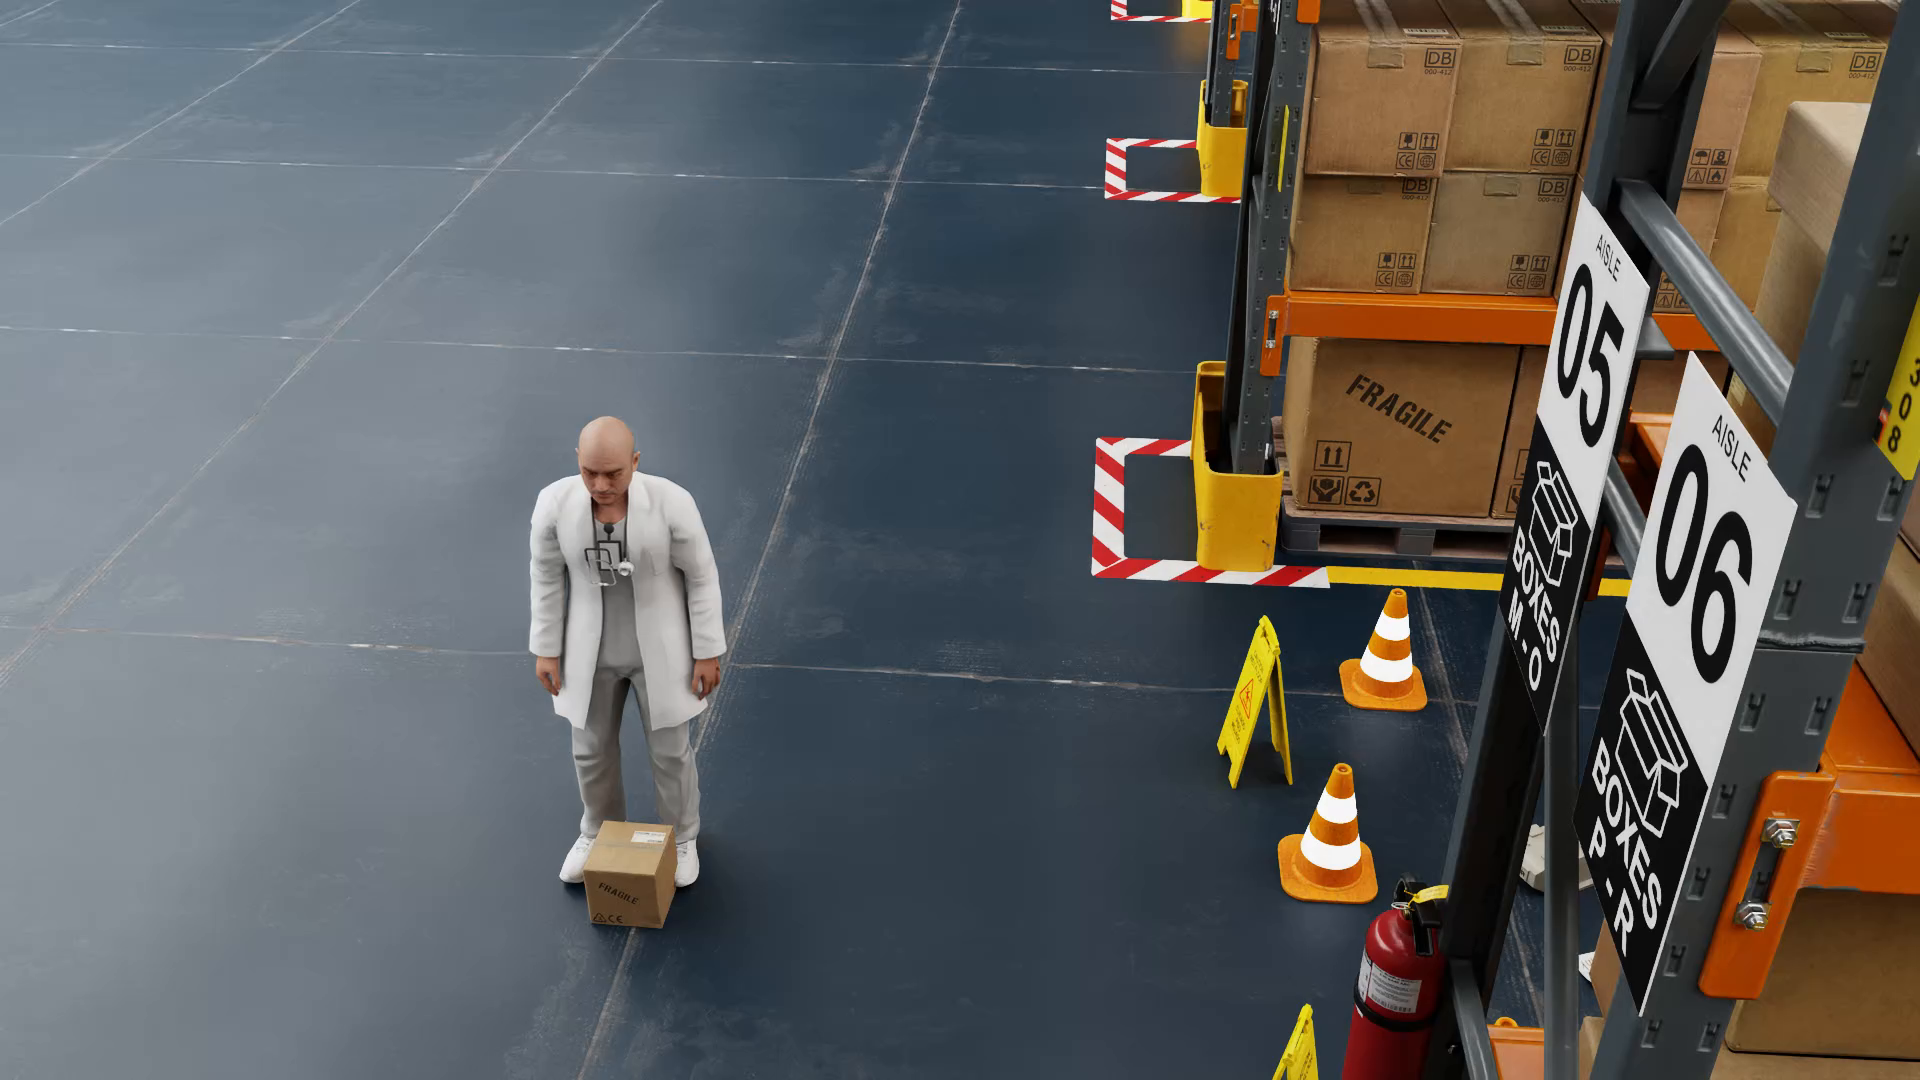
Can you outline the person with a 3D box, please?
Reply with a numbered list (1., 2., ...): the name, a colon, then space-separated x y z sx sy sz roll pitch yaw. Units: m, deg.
1. person: -1.100 0.373 5.542 0.654 1.775 0.420 1 32 2
